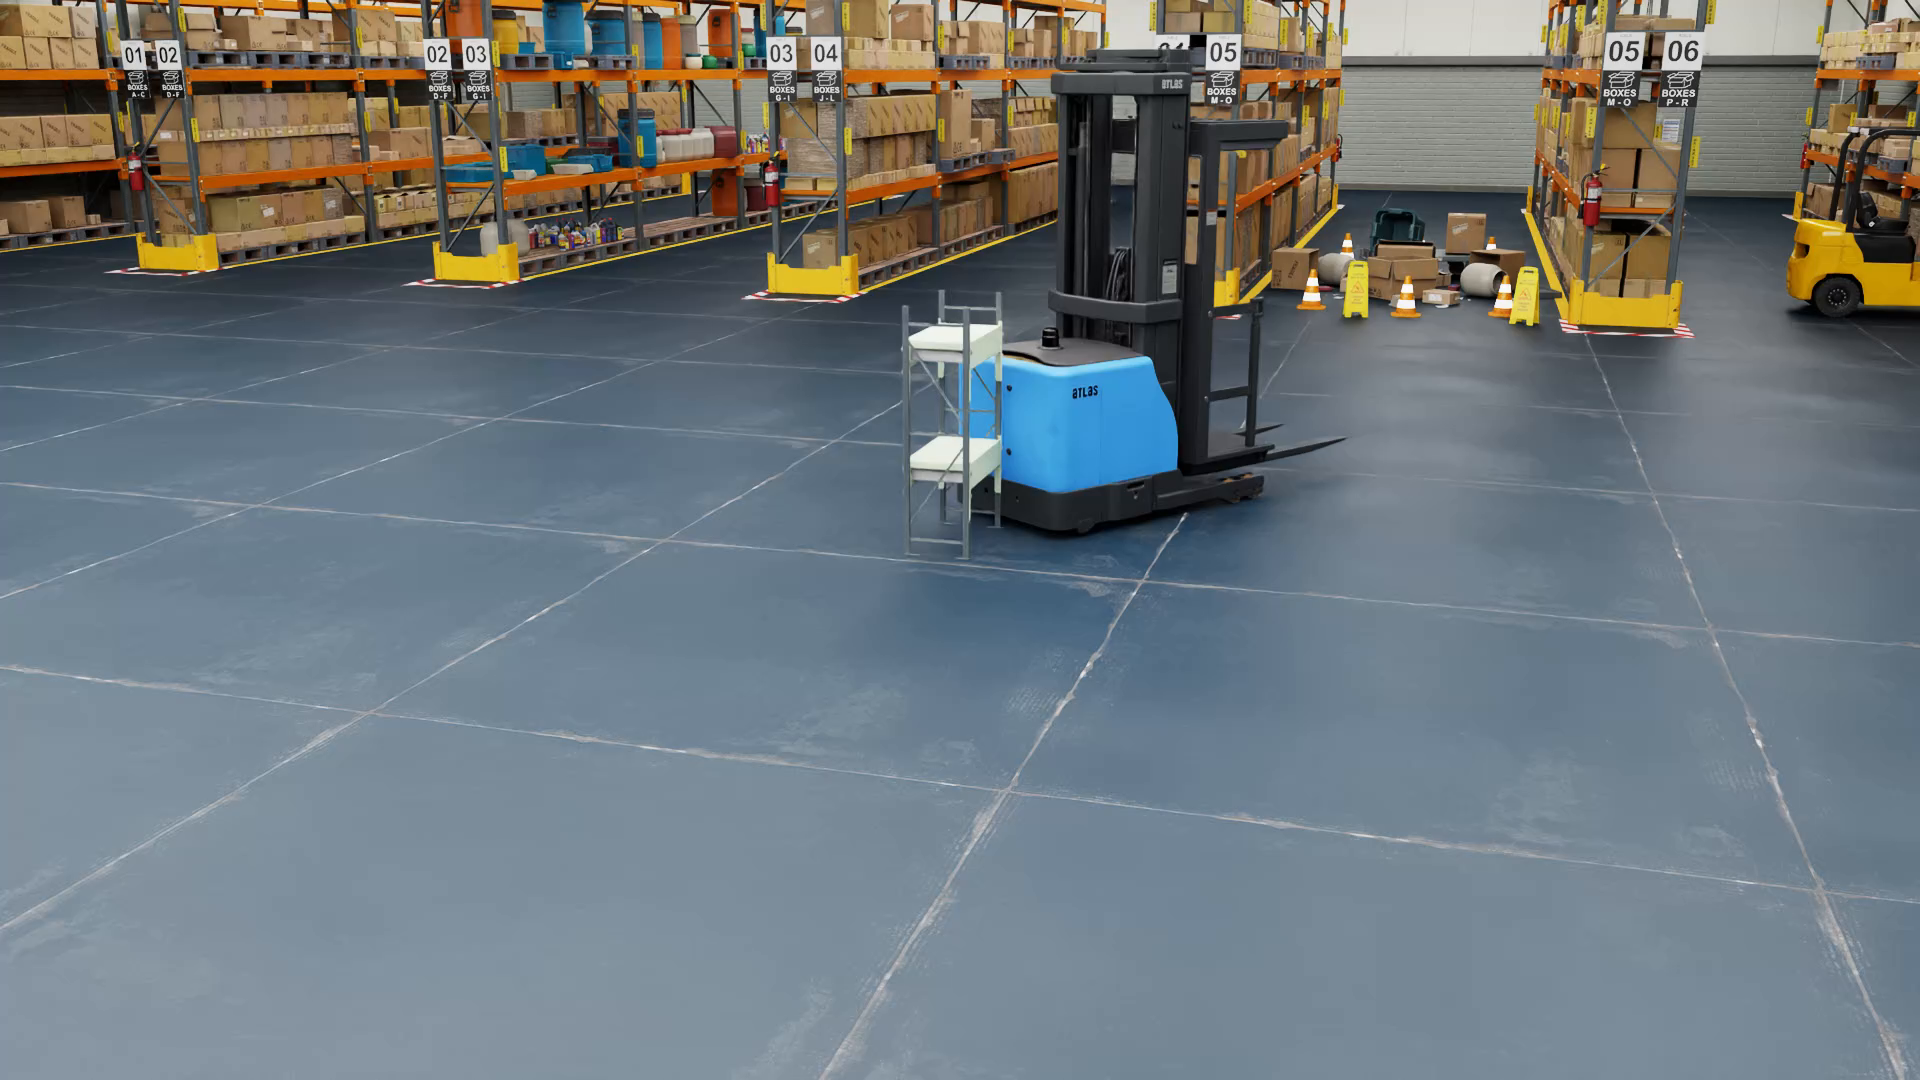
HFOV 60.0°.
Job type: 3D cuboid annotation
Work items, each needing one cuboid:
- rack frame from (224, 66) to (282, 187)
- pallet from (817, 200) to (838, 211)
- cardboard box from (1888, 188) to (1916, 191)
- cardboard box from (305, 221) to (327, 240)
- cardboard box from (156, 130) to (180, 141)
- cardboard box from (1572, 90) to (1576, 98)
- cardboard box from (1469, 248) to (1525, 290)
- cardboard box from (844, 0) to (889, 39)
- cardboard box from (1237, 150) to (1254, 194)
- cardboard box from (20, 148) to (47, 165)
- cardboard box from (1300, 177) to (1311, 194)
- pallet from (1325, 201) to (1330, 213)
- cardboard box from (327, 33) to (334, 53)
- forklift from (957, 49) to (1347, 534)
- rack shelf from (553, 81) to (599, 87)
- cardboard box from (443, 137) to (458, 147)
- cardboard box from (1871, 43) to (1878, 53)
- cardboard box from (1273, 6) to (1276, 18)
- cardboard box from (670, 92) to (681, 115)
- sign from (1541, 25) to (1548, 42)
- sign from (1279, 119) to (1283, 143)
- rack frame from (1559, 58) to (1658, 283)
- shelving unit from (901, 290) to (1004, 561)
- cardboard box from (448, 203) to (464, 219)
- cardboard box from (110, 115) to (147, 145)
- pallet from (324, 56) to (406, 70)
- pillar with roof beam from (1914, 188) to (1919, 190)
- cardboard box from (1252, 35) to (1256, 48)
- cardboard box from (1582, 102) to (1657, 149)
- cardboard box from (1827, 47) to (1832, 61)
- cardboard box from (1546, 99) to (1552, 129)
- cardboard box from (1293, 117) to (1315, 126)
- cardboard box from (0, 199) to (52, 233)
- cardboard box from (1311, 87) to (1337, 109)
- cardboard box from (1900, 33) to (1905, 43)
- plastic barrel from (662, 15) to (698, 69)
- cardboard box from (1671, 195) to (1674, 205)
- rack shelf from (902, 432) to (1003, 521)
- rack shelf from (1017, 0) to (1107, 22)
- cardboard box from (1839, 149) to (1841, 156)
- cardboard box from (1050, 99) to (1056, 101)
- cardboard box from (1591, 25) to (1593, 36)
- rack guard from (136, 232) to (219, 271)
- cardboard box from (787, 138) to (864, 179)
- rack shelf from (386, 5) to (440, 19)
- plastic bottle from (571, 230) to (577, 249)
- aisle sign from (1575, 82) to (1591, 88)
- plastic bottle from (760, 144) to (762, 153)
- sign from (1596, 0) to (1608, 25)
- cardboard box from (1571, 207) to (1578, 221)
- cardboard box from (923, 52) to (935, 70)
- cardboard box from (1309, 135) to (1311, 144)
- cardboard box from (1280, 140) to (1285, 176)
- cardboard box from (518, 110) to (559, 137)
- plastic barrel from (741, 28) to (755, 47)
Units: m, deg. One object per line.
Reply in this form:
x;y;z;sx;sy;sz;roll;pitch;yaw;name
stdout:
-13.913;-7.912;32.728;1.000;3.000;0.127;5;16;16;rack frame
-3.106;-7.044;34.778;1.003;0.211;1.213;5;16;16;pallet
15.904;-5.847;28.069;0.380;0.149;0.250;4;16;14;cardboard box
-10.501;-4.962;26.594;0.500;0.250;0.500;5;16;16;cardboard box
-11.510;-5.911;24.300;0.380;0.149;0.250;4;16;15;cardboard box
10.934;-8.045;29.991;0.380;0.149;0.250;5;17;17;cardboard box
7.090;-3.569;21.991;0.500;0.500;0.500;-10;19;-32;cardboard box
-1.259;-6.909;22.050;0.500;0.500;0.500;5;16;16;cardboard box
3.264;-4.711;21.166;0.875;0.550;0.550;5;16;16;cardboard box
-15.313;-6.262;27.147;0.500;0.250;0.500;5;17;16;cardboard box
5.933;-6.268;29.369;0.500;0.250;0.500;4;16;13;cardboard box
7.048;-6.871;34.166;1.003;0.211;1.213;5;16;16;pallet
-13.228;-10.289;34.622;0.700;0.500;0.500;4;16;15;cardboard box
1.444;-1.757;11.151;3.031;2.935;1.130;-12;20;-37;forklift
-8.594;-9.149;32.911;1.077;0.370;4.000;5;16;16;rack shelf
-9.603;-7.267;30.617;0.500;0.311;0.500;4;16;15;cardboard box
15.027;-7.981;26.979;0.380;0.149;0.250;5;17;17;cardboard box
3.982;-7.006;22.083;0.380;0.149;0.250;5;16;16;cardboard box
-6.752;-10.013;38.120;0.500;0.500;0.500;4;16;15;cardboard box
11.579;-10.031;32.953;0.100;0.325;0.005;5;16;16;sign
4.457;-5.714;23.247;0.100;0.325;0.005;5;16;16;sign
8.699;-4.945;22.266;1.000;3.000;0.127;5;16;16;rack frame
-0.038;-0.711;10.089;0.431;1.500;0.755;5;16;16;shelving unit
-9.367;-5.985;30.203;0.500;0.250;0.500;5;17;17;cardboard box
-14.873;-7.256;29.425;0.700;0.500;0.500;5;16;16;cardboard box
-10.061;-8.065;28.121;0.805;0.209;1.217;4;16;14;pallet
12.667;-9.986;29.046;9.100;9.000;0.400;5;16;16;pillar with roof beam
3.407;-6.092;20.319;0.380;0.149;0.250;5;17;16;cardboard box
7.498;-4.721;18.917;0.700;0.500;0.500;4;16;15;cardboard box
16.356;-8.985;30.743;0.500;0.250;0.500;5;17;17;cardboard box
10.572;-7.474;29.168;0.500;0.500;0.500;5;17;17;cardboard box
6.271;-7.643;30.378;0.380;0.149;0.250;5;17;18;cardboard box
-15.485;-5.340;27.432;0.700;0.500;0.500;4;16;12;cardboard box
7.299;-8.842;33.447;0.500;0.500;0.500;4;16;14;cardboard box
14.778;-7.766;25.713;0.380;0.149;0.250;5;16;16;cardboard box
-4.856;-8.630;28.843;0.600;0.901;0.600;0;16;0;plastic barrel
8.068;-3.981;19.327;0.380;0.149;0.250;4;16;14;cardboard box
-0.038;-0.398;10.177;0.431;0.370;0.720;5;16;16;rack shelf
2.039;-10.677;33.534;1.077;0.370;4.000;5;16;16;rack shelf
15.785;-6.842;29.416;0.380;0.149;0.250;5;17;17;cardboard box
1.929;-8.913;34.612;0.500;0.500;0.500;4;16;14;cardboard box
8.044;-6.319;20.614;0.380;0.149;0.250;4;16;14;cardboard box
-11.443;-4.227;24.317;1.175;0.500;0.348;5;16;16;rack guard
-1.757;-5.000;21.732;0.875;0.500;0.500;5;16;16;cardboard box
-12.208;-11.830;37.596;1.077;0.370;4.000;5;16;16;rack shelf
-5.777;-4.490;24.856;0.097;0.271;0.097;0;16;0;plastic bottle
12.427;-9.330;32.962;0.394;0.787;0.004;5;16;16;aisle sign
-3.753;-7.321;31.006;0.097;0.201;0.097;0;16;0;plastic bottle
7.036;-5.816;18.217;0.100;0.325;0.005;5;16;16;sign
7.961;-4.130;21.100;0.380;0.149;0.250;6;17;19;cardboard box
-0.682;-6.945;24.095;0.500;0.250;0.500;5;17;18;cardboard box
6.129;-7.224;29.993;0.380;0.149;0.250;5;16;16;cardboard box
4.474;-5.599;24.390;0.500;0.500;0.500;5;17;16;cardboard box
-8.469;-8.359;33.349;0.700;0.500;0.500;1;16;2;cardboard box
-4.055;-9.330;31.211;0.433;0.535;0.433;0;16;0;plastic barrel
